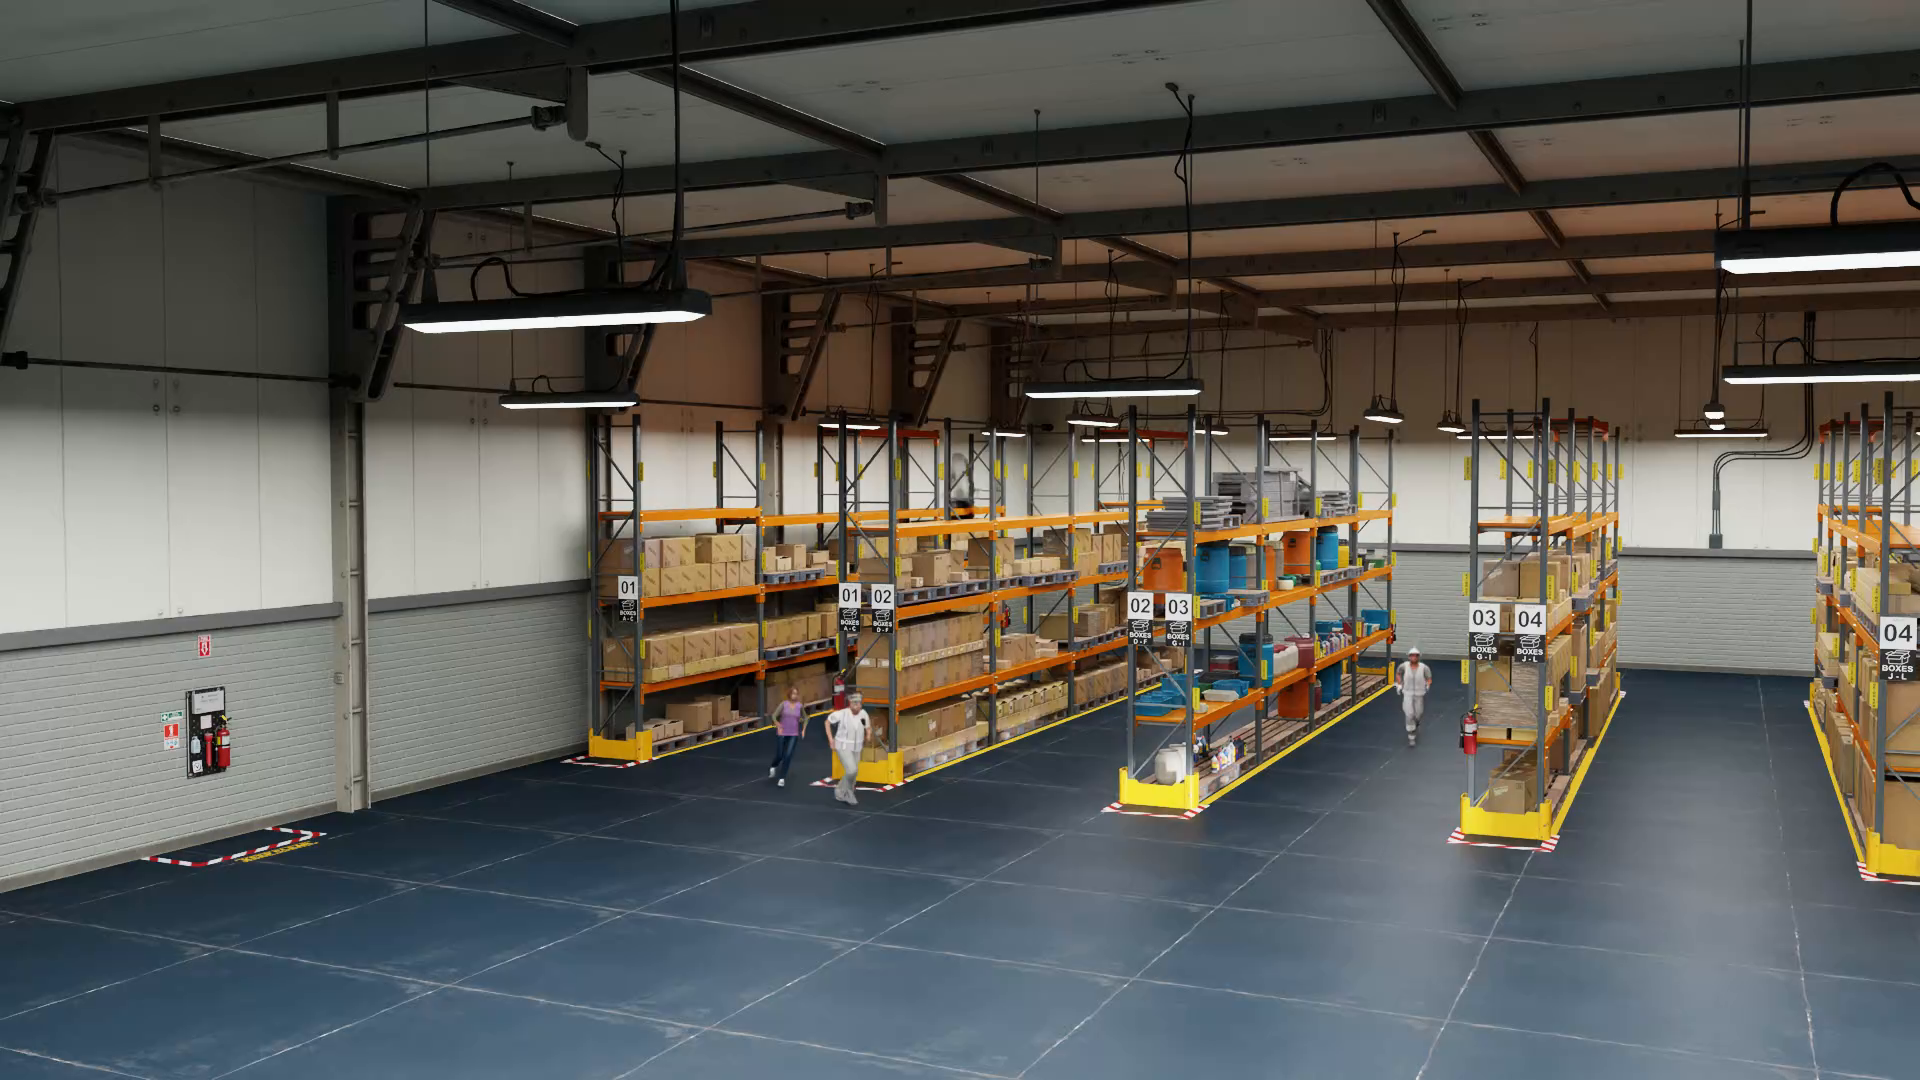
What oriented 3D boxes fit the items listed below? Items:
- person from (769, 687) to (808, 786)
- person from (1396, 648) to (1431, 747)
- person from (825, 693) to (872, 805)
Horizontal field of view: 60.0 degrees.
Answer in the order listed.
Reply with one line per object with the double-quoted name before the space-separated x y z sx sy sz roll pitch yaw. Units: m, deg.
"person" -2.728 3.125 26.666 0.602 1.550 0.670 -1 2 -15
"person" 8.344 2.857 30.598 0.627 1.775 0.962 1 2 13
"person" -1.655 3.146 25.047 0.686 1.726 0.804 -2 3 -35
